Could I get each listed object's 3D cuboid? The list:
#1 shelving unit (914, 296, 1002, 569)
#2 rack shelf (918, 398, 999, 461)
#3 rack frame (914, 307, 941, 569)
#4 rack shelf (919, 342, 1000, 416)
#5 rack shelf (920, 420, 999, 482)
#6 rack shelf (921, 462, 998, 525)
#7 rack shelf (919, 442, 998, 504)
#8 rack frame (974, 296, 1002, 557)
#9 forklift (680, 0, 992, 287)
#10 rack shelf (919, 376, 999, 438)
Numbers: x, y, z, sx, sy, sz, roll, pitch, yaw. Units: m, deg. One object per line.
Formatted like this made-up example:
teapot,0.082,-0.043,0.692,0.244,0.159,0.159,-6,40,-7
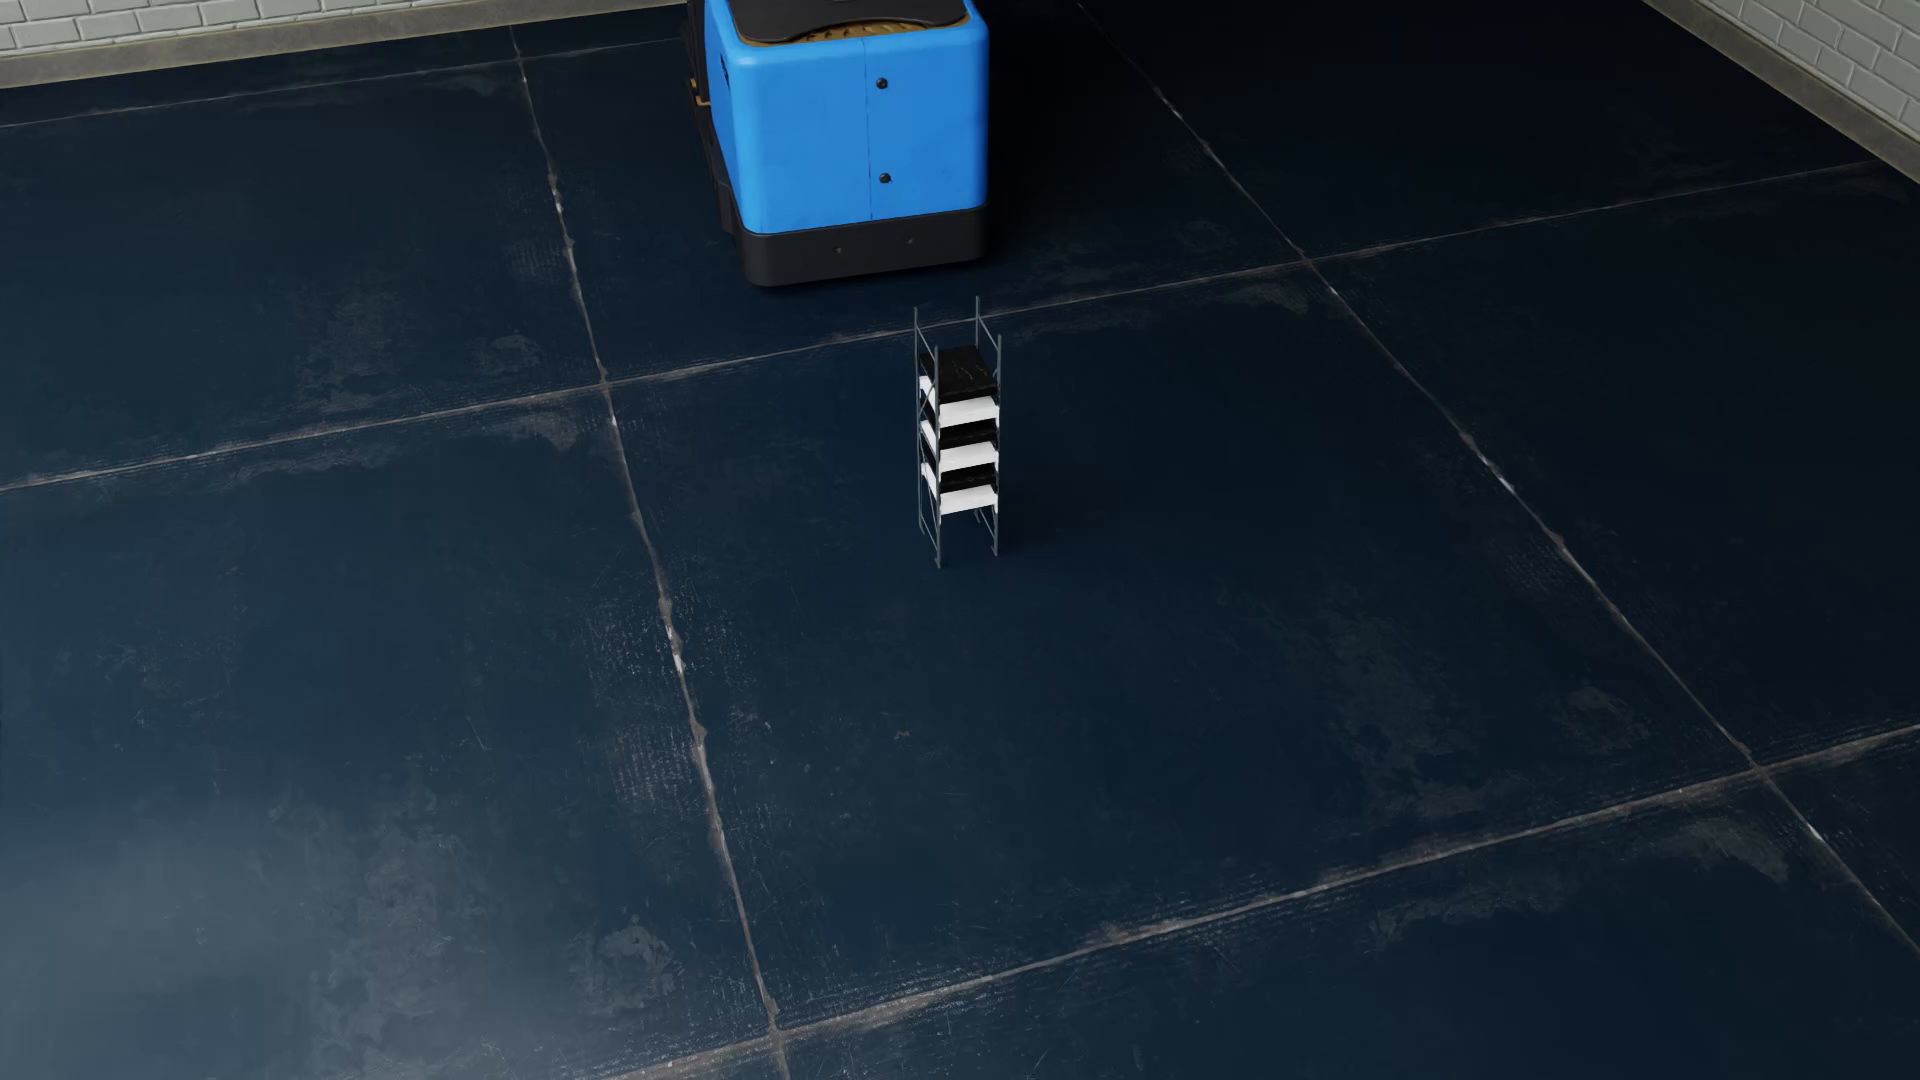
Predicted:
shelving unit,-0.008,-0.337,5.452,0.210,0.900,0.258,-12,42,-13
rack shelf,-0.008,-0.380,5.415,0.200,0.077,0.258,-12,42,-13
rack frame,-0.105,-0.317,5.429,0.006,0.900,0.240,-12,42,-13
rack shelf,-0.008,-0.516,5.296,0.200,0.077,0.258,-12,42,-13
rack shelf,-0.008,-0.312,5.474,0.200,0.077,0.258,-12,42,-13
rack shelf,-0.008,-0.177,5.592,0.200,0.077,0.258,-12,42,-13
rack shelf,-0.008,-0.244,5.533,0.200,0.077,0.258,-12,42,-13
rack frame,0.089,-0.357,5.475,0.006,0.900,0.240,-12,42,-13
forklift,-0.721,-3.125,7.099,1.130,2.935,3.031,-9,42,-10
rack shelf,-0.008,-0.448,5.356,0.200,0.077,0.258,-12,42,-13
